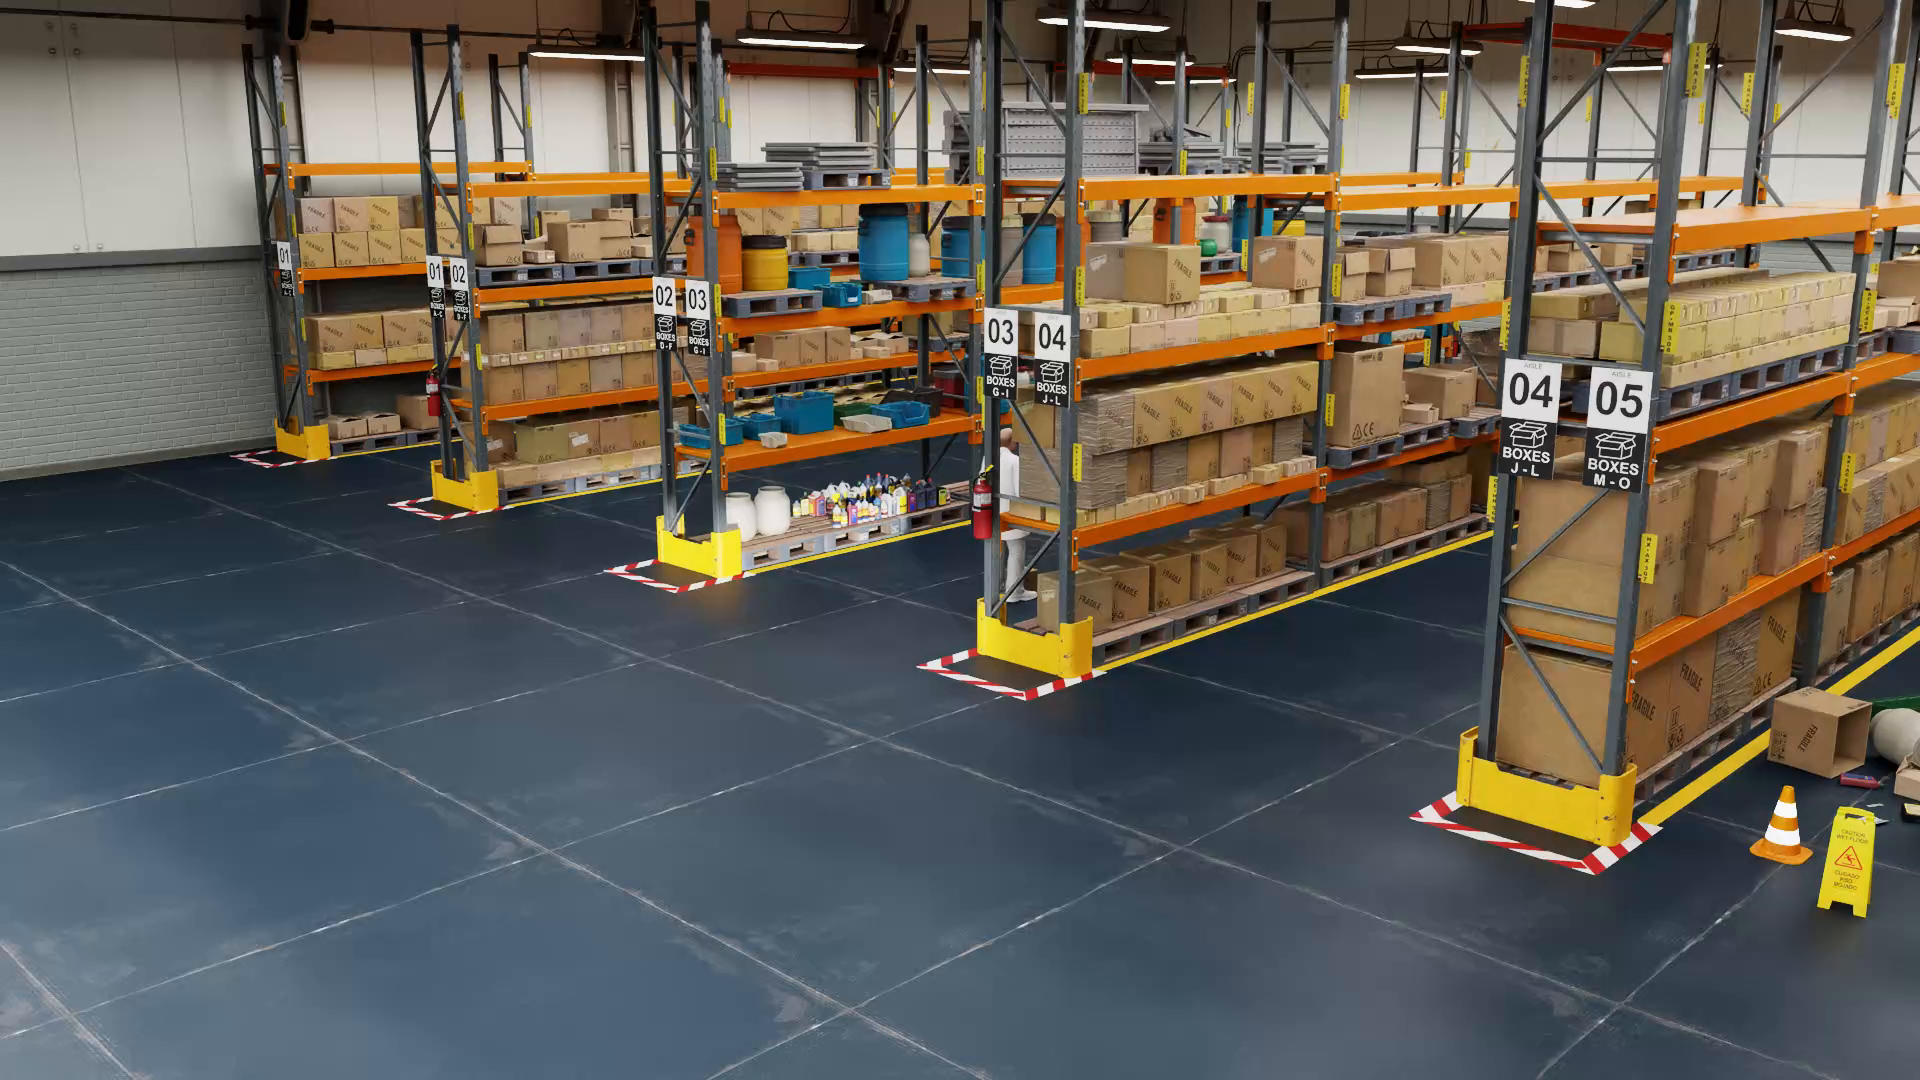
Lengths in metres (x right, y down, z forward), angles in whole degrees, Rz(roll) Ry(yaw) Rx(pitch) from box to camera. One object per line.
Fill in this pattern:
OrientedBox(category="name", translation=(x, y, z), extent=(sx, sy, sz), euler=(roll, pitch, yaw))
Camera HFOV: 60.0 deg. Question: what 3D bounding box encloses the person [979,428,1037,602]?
OrientedBox(category="person", translation=(0.473, -0.267, 17.140), extent=(0.648, 1.774, 0.418), euler=(12, 18, 42))
